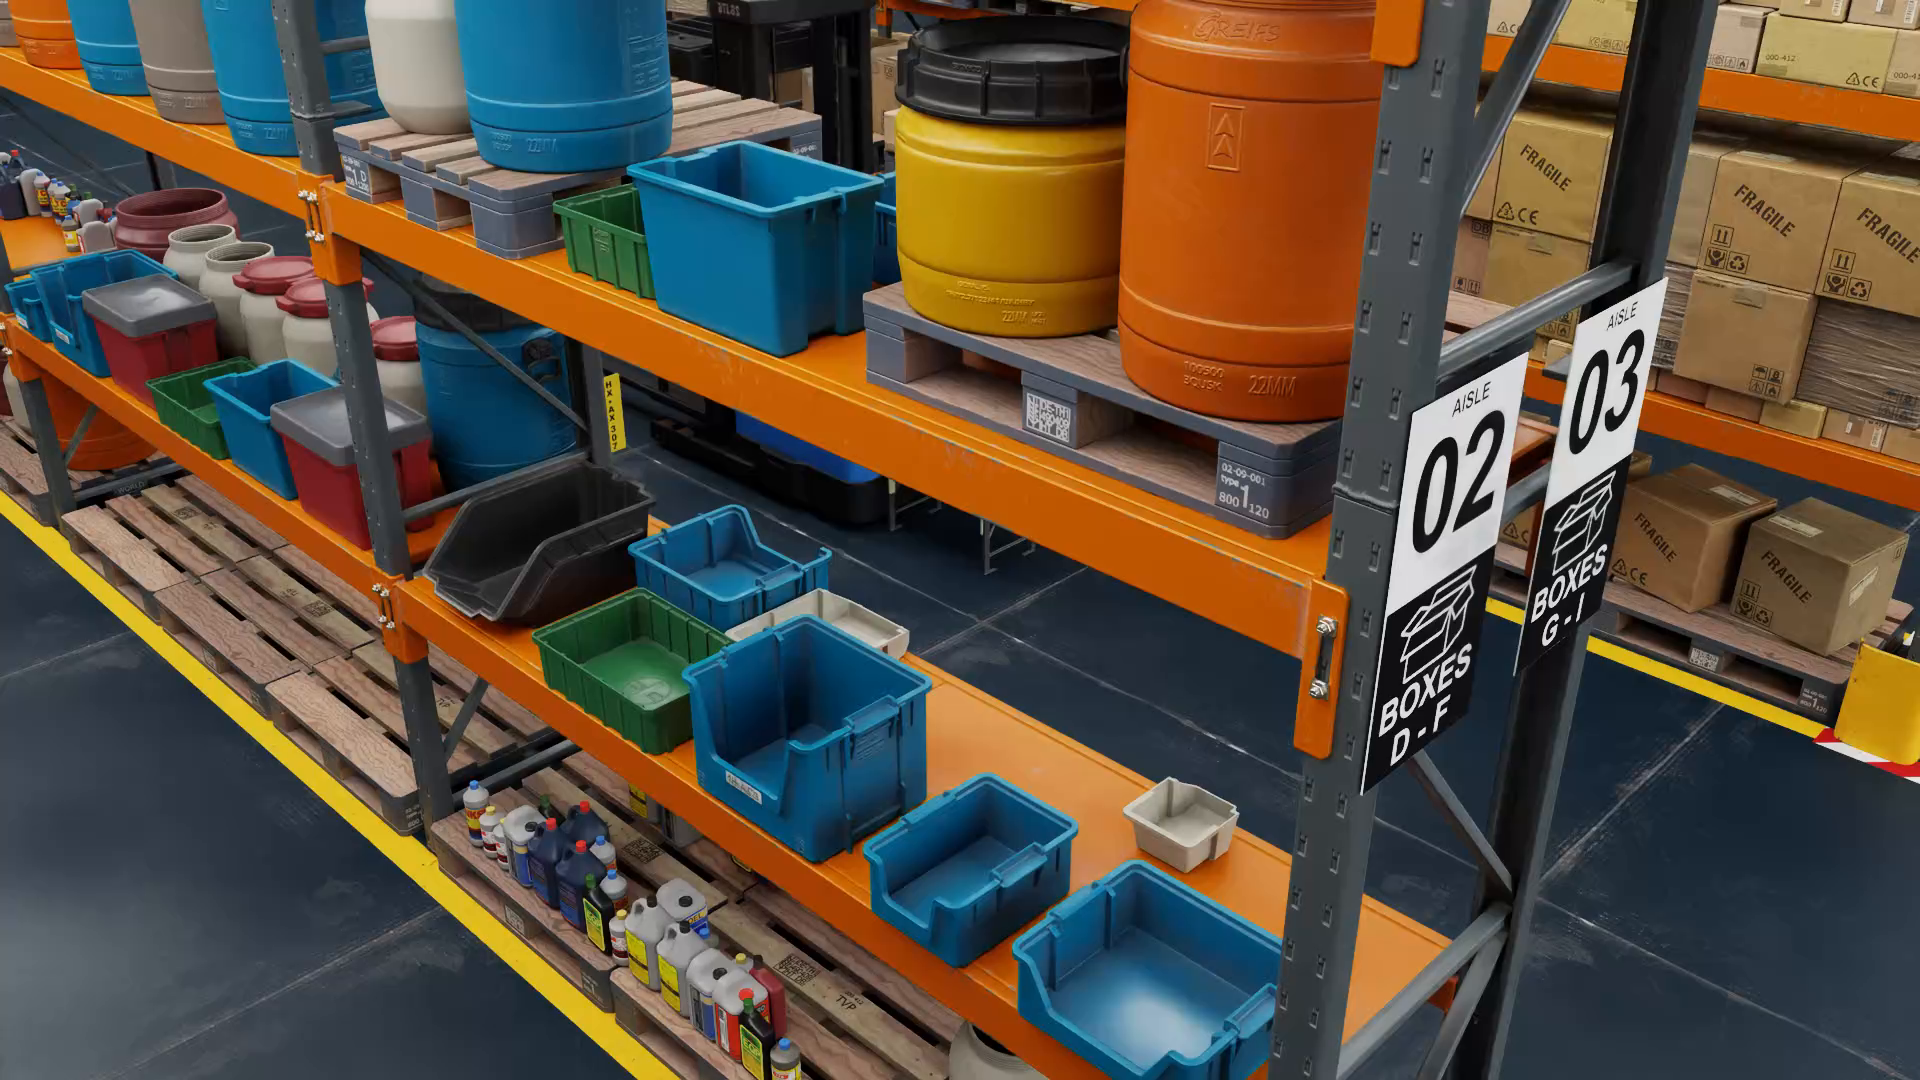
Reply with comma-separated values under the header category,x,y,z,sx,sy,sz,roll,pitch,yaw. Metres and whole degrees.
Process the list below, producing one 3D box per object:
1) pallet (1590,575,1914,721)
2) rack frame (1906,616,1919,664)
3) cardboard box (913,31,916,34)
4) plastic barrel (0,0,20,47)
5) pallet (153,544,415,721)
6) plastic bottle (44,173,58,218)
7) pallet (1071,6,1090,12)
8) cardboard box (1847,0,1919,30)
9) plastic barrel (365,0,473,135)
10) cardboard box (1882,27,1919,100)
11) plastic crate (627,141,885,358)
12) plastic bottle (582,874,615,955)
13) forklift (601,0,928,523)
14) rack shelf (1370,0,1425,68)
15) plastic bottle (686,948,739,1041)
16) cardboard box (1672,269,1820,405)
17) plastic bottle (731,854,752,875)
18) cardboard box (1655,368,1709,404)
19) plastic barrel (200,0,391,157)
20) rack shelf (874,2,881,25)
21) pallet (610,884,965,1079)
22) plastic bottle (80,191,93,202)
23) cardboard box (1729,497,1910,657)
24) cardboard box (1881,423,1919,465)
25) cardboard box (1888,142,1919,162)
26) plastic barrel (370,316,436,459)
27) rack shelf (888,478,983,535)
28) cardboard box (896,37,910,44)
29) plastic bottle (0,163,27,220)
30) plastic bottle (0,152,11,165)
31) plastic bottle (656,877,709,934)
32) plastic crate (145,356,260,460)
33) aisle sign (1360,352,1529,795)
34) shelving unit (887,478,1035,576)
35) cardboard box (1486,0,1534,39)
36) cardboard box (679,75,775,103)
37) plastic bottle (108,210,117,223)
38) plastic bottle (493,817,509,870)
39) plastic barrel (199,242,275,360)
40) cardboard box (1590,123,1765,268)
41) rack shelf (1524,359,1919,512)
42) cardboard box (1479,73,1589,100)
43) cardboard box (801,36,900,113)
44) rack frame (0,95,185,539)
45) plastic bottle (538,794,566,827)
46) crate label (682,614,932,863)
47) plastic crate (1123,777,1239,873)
category,x,y,z,sx,sy,sz,roll,pitch,yaw
pallet,3.921,0.388,8.285,1.213,0.211,1.003,25,36,38
rack frame,4.530,-0.544,7.062,0.127,3.000,1.000,25,36,38
cardboard box,-0.136,-5.155,17.260,0.500,0.250,0.500,23,35,36
plastic barrel,-4.214,-2.720,7.439,0.600,0.901,0.600,0,28,0
pallet,-3.257,0.387,8.287,1.213,0.211,1.003,25,36,38
plastic bottle,-5.521,-2.100,10.146,0.133,0.283,0.061,25,36,38
pallet,1.792,-4.880,15.514,1.003,0.211,1.213,25,36,38
cardboard box,3.737,-2.146,6.618,0.250,0.149,0.380,23,35,36
plastic barrel,-1.626,-1.563,5.205,0.421,0.512,0.421,0,28,0
cardboard box,4.008,-1.879,6.538,0.500,0.250,0.500,-24,36,-38
plastic crate,-0.514,-0.743,4.235,0.575,0.384,0.392,25,36,38
plastic bottle,-1.287,1.332,5.939,0.061,0.283,0.133,-23,36,-37
forklift,-1.284,-1.975,9.856,3.031,2.935,1.130,24,36,38
rack shelf,-0.369,-1.713,4.041,4.000,0.370,1.077,25,36,38
plastic bottle,-0.819,1.520,5.590,0.135,0.276,0.152,23,36,37
cardboard box,3.716,-1.032,7.563,0.500,0.500,0.875,25,36,38
plastic bottle,-0.820,1.127,6.330,0.133,0.283,0.061,25,36,38
cardboard box,3.473,-0.786,7.791,0.250,0.149,0.380,25,36,38
plastic barrel,-2.310,-1.849,5.782,0.708,0.901,0.600,25,36,38
rack shelf,-1.904,-6.407,18.985,4.000,0.370,1.077,25,36,38
pallet,-0.471,1.660,5.867,1.213,0.211,1.003,25,36,38
plastic bottle,-5.123,-1.918,9.799,0.133,0.283,0.061,25,36,38
cardboard box,4.096,0.167,7.944,0.500,0.500,0.500,-18,33,-30
cardboard box,4.182,-0.458,7.167,0.250,0.149,0.380,25,36,38
cardboard box,4.328,-1.433,7.250,0.500,0.500,0.500,25,36,38
plastic barrel,-2.324,-0.651,7.119,0.433,0.535,0.433,0,28,0
rack shelf,0.005,-0.373,9.049,0.720,0.370,0.431,25,36,38
cardboard box,-0.578,-5.441,18.348,0.380,0.149,0.250,-24,36,-37
plastic bottle,-5.840,-2.149,10.167,0.185,0.351,0.144,25,36,38
plastic bottle,-6.111,-2.337,10.604,0.135,0.276,0.152,25,36,38
plastic bottle,-0.987,1.349,5.915,0.135,0.276,0.152,25,36,38
plastic crate,-3.235,-0.587,7.370,0.662,0.188,0.450,25,36,38
aisle sign,0.900,0.071,3.099,0.004,0.787,0.394,25,36,38
shelving unit,0.005,-0.662,8.897,0.755,1.500,0.431,25,36,38
cardboard box,2.546,-2.542,7.800,0.500,0.250,0.500,23,35,36
cardboard box,-1.701,-3.278,12.153,0.500,0.500,0.500,-24,36,-38
plastic bottle,-4.793,-1.749,9.492,0.097,0.271,0.097,0,28,0
plastic bottle,-1.730,1.154,6.367,0.097,0.201,0.097,0,28,0
plastic barrel,-3.464,-1.158,8.109,0.421,0.512,0.421,0,28,0
cardboard box,3.249,-1.585,7.541,0.500,0.500,0.500,25,36,38
rack shelf,3.103,-0.878,8.471,4.000,0.370,1.077,25,36,38
cardboard box,2.904,-2.086,8.493,0.500,0.500,0.500,25,36,38
cardboard box,-0.762,-3.222,11.596,0.500,0.500,0.500,20,33,33
rack frame,-4.647,-1.511,8.900,0.127,3.000,1.000,25,36,38
plastic bottle,-1.551,1.112,6.358,0.133,0.283,0.061,25,36,38
crate label,-0.445,0.573,4.899,0.616,0.435,0.502,25,36,38
plastic crate,0.645,0.817,4.756,0.250,0.136,0.298,25,36,38
